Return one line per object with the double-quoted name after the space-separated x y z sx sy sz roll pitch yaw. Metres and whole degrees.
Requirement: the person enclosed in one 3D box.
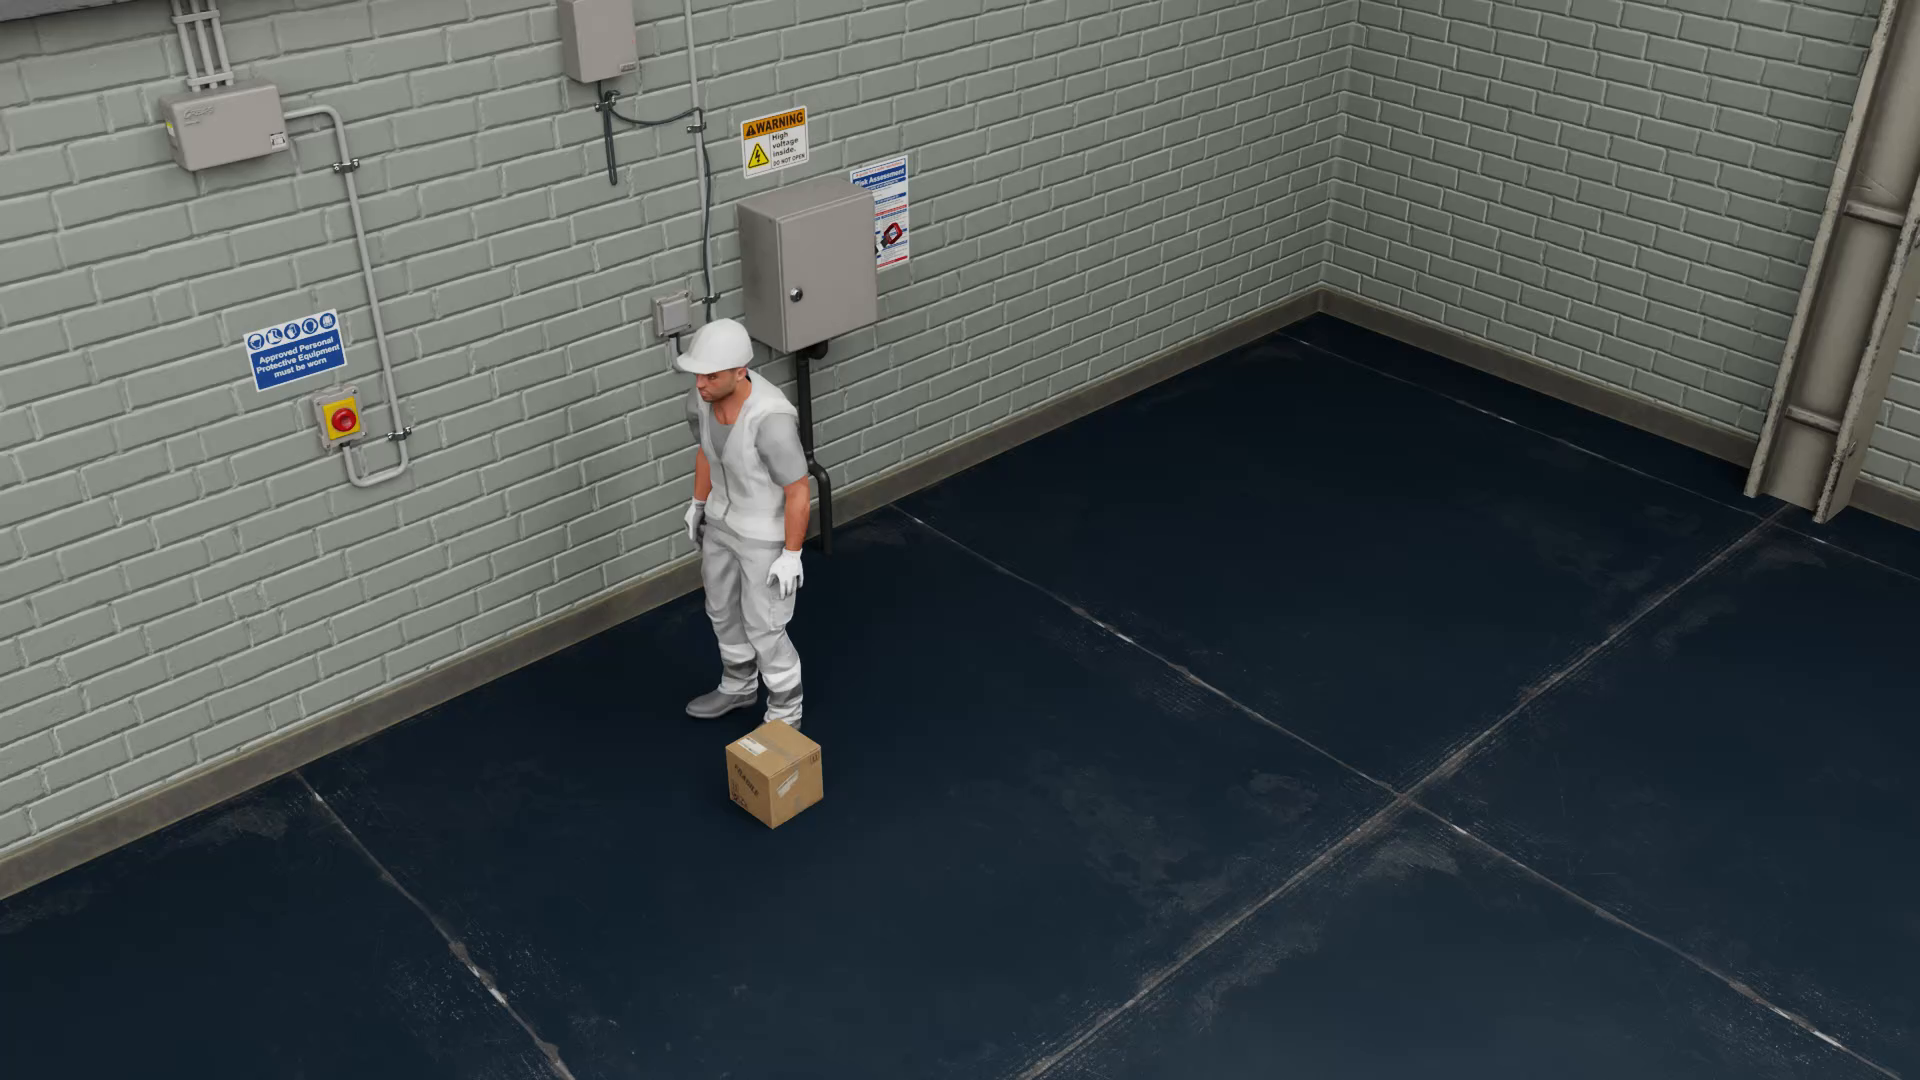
-0.799 -0.016 6.149 0.610 1.777 0.451 27 40 36 "person"
